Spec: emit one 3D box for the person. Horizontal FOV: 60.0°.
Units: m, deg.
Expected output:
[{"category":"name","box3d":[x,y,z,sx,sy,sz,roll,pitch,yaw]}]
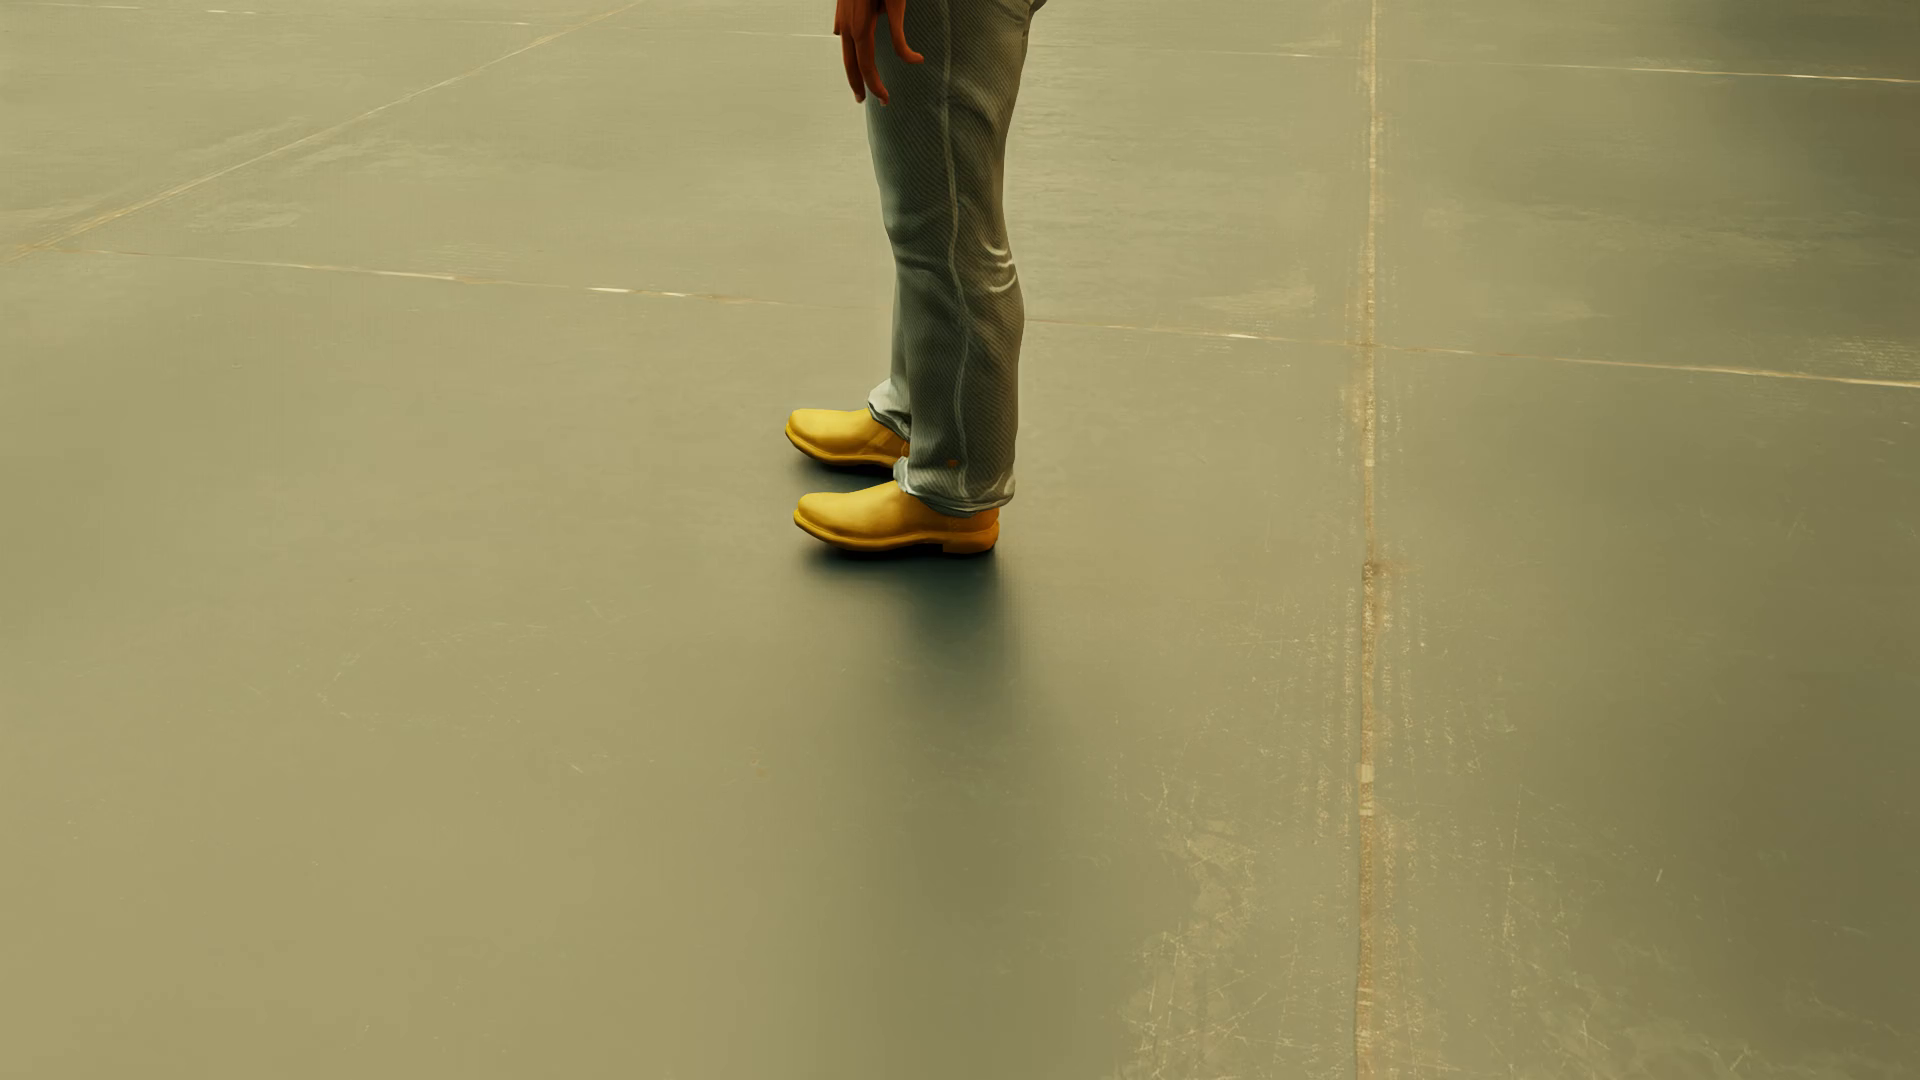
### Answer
[{"category":"person","box3d":[-0.066,-0.805,2.118,0.577,1.765,0.665,6,27,11]}]
